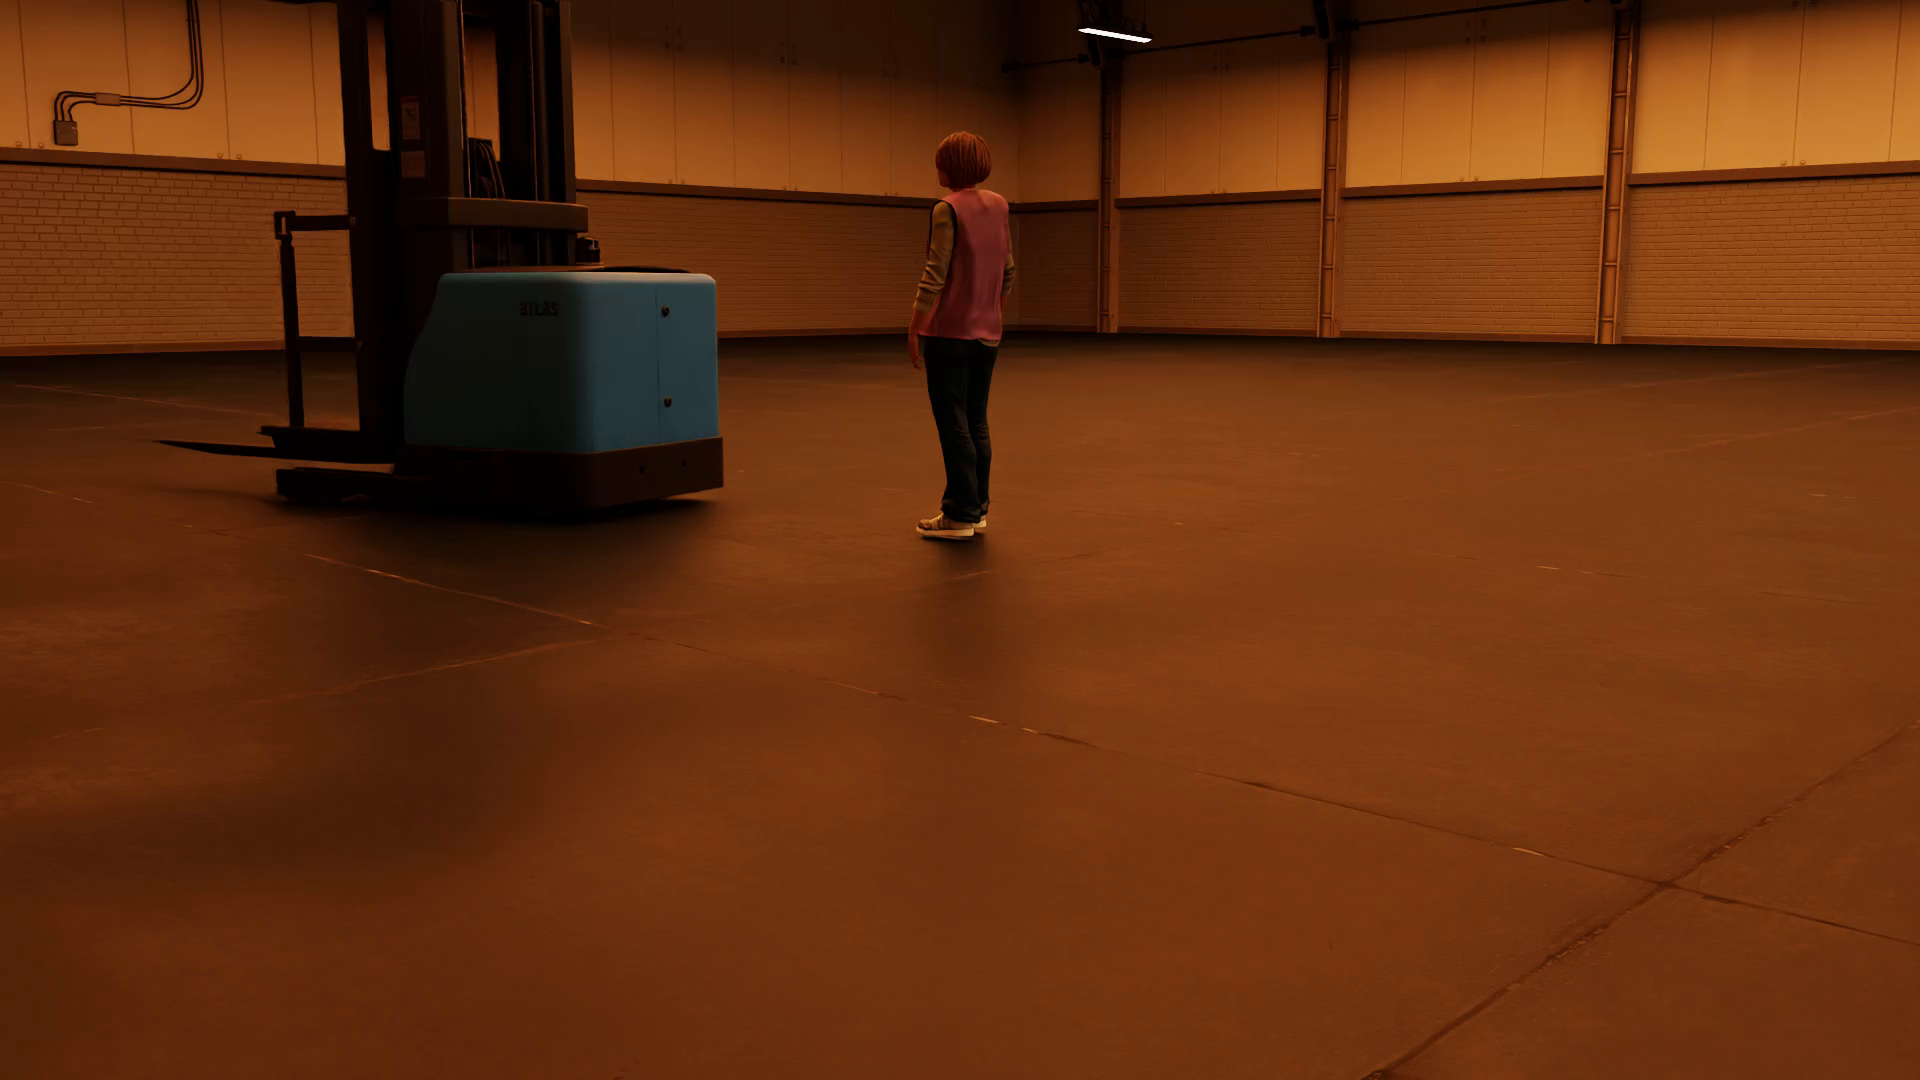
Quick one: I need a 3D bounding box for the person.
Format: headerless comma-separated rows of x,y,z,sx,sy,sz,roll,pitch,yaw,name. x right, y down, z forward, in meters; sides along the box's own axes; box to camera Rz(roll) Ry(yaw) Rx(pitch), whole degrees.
-0.044,-0.806,6.658,0.473,1.599,0.521,8,12,43,person

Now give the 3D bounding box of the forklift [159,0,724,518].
-2.670,-1.678,8.018,3.031,2.935,1.130,5,10,28,forklift
